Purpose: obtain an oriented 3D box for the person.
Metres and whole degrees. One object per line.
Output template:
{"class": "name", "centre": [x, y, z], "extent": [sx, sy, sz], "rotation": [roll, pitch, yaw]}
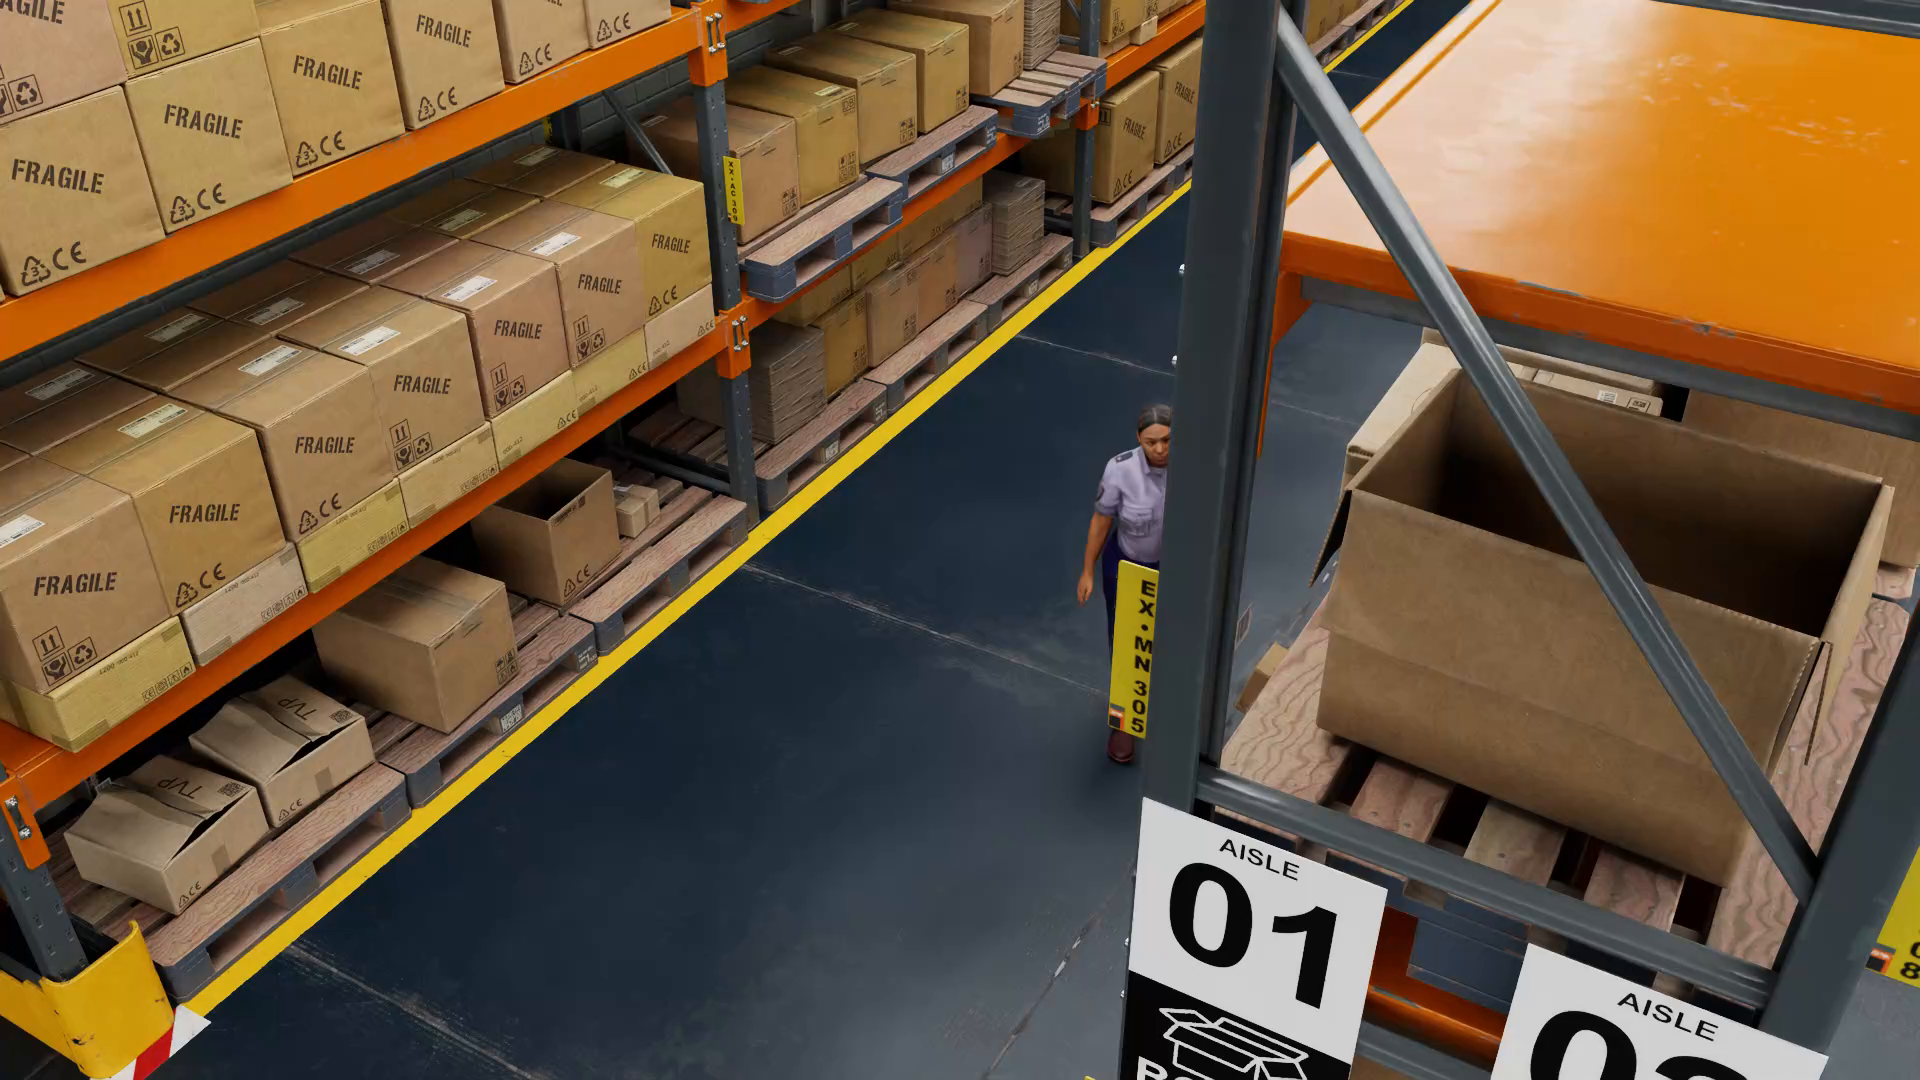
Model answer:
{"class": "person", "centre": [0.796, 0.134, 7.213], "extent": [0.594, 1.640, 0.628], "rotation": [-9, 35, -12]}
